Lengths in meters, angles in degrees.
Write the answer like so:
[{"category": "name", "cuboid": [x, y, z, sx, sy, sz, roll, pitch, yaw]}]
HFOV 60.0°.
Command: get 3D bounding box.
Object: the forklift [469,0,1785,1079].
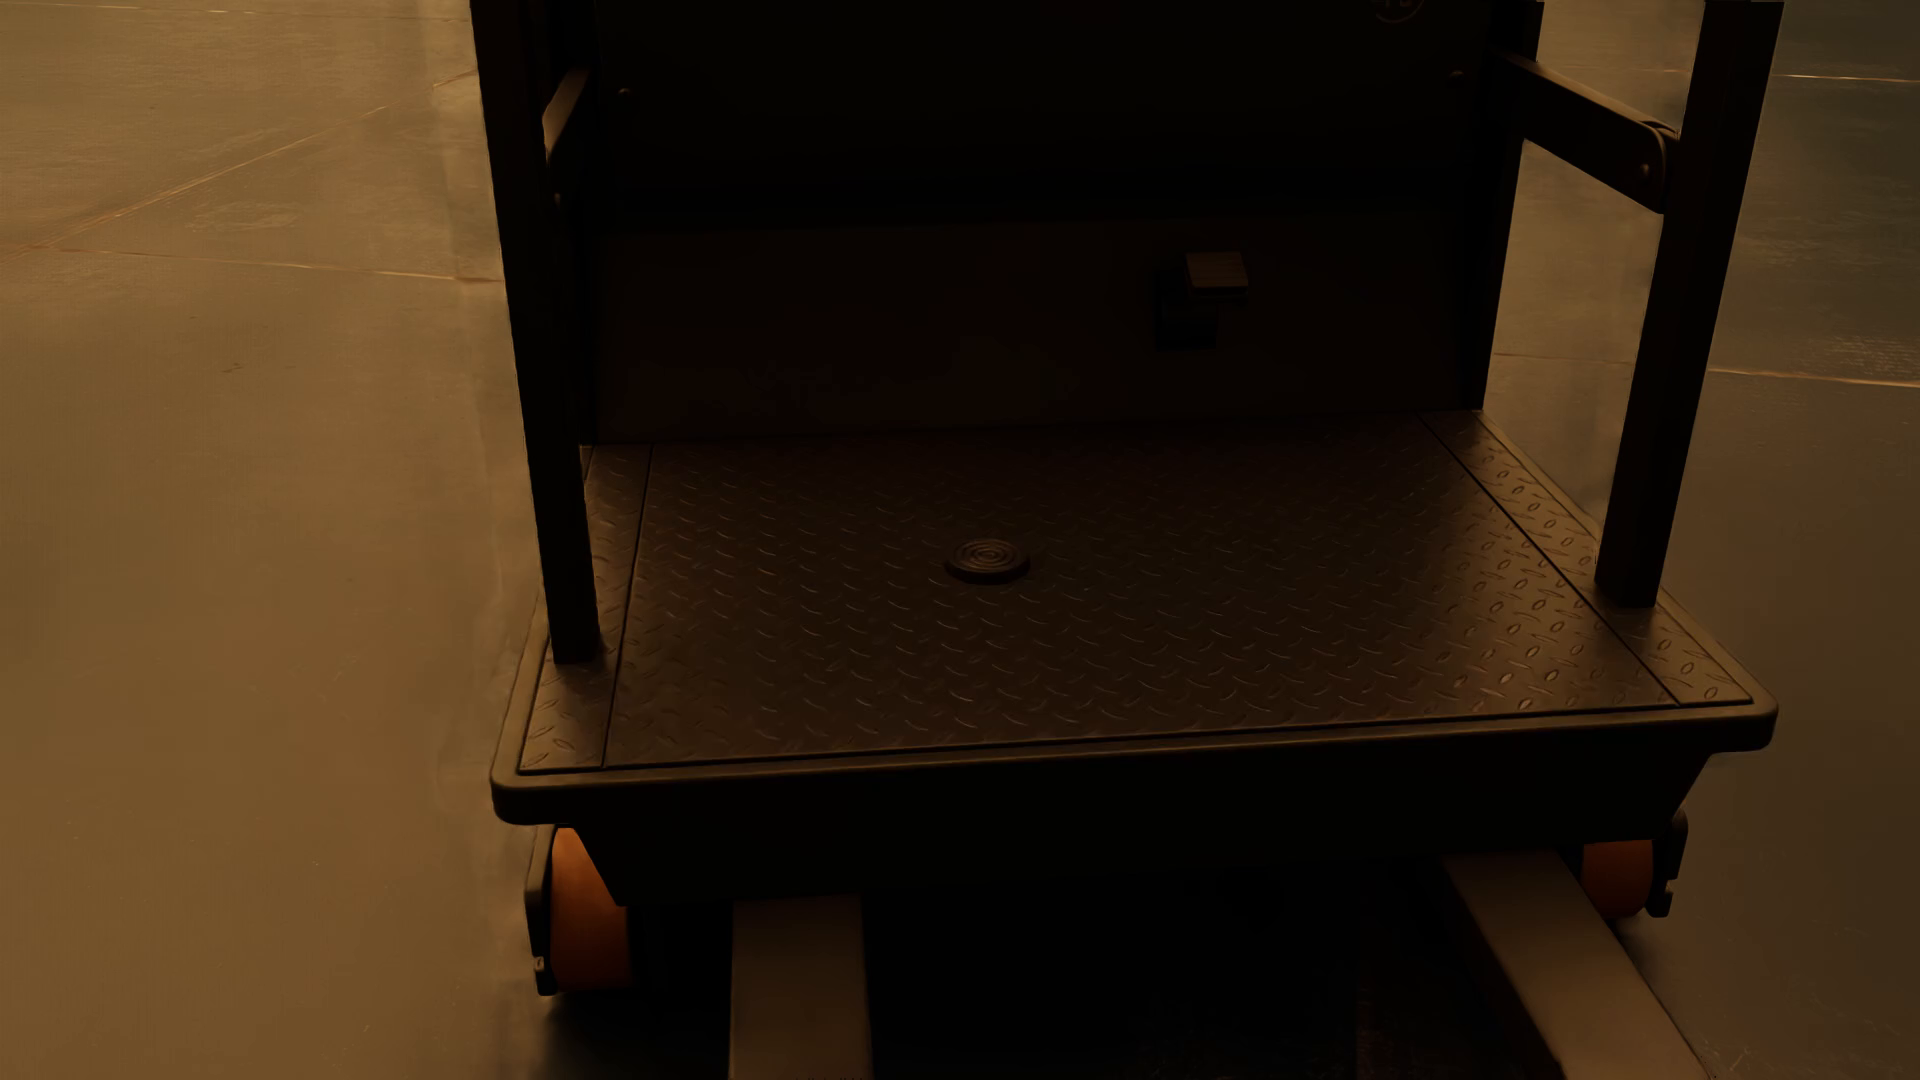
[{"category": "forklift", "cuboid": [0.117, -1.030, 1.288, 1.130, 2.935, 3.031, -3, 27, -5]}]
